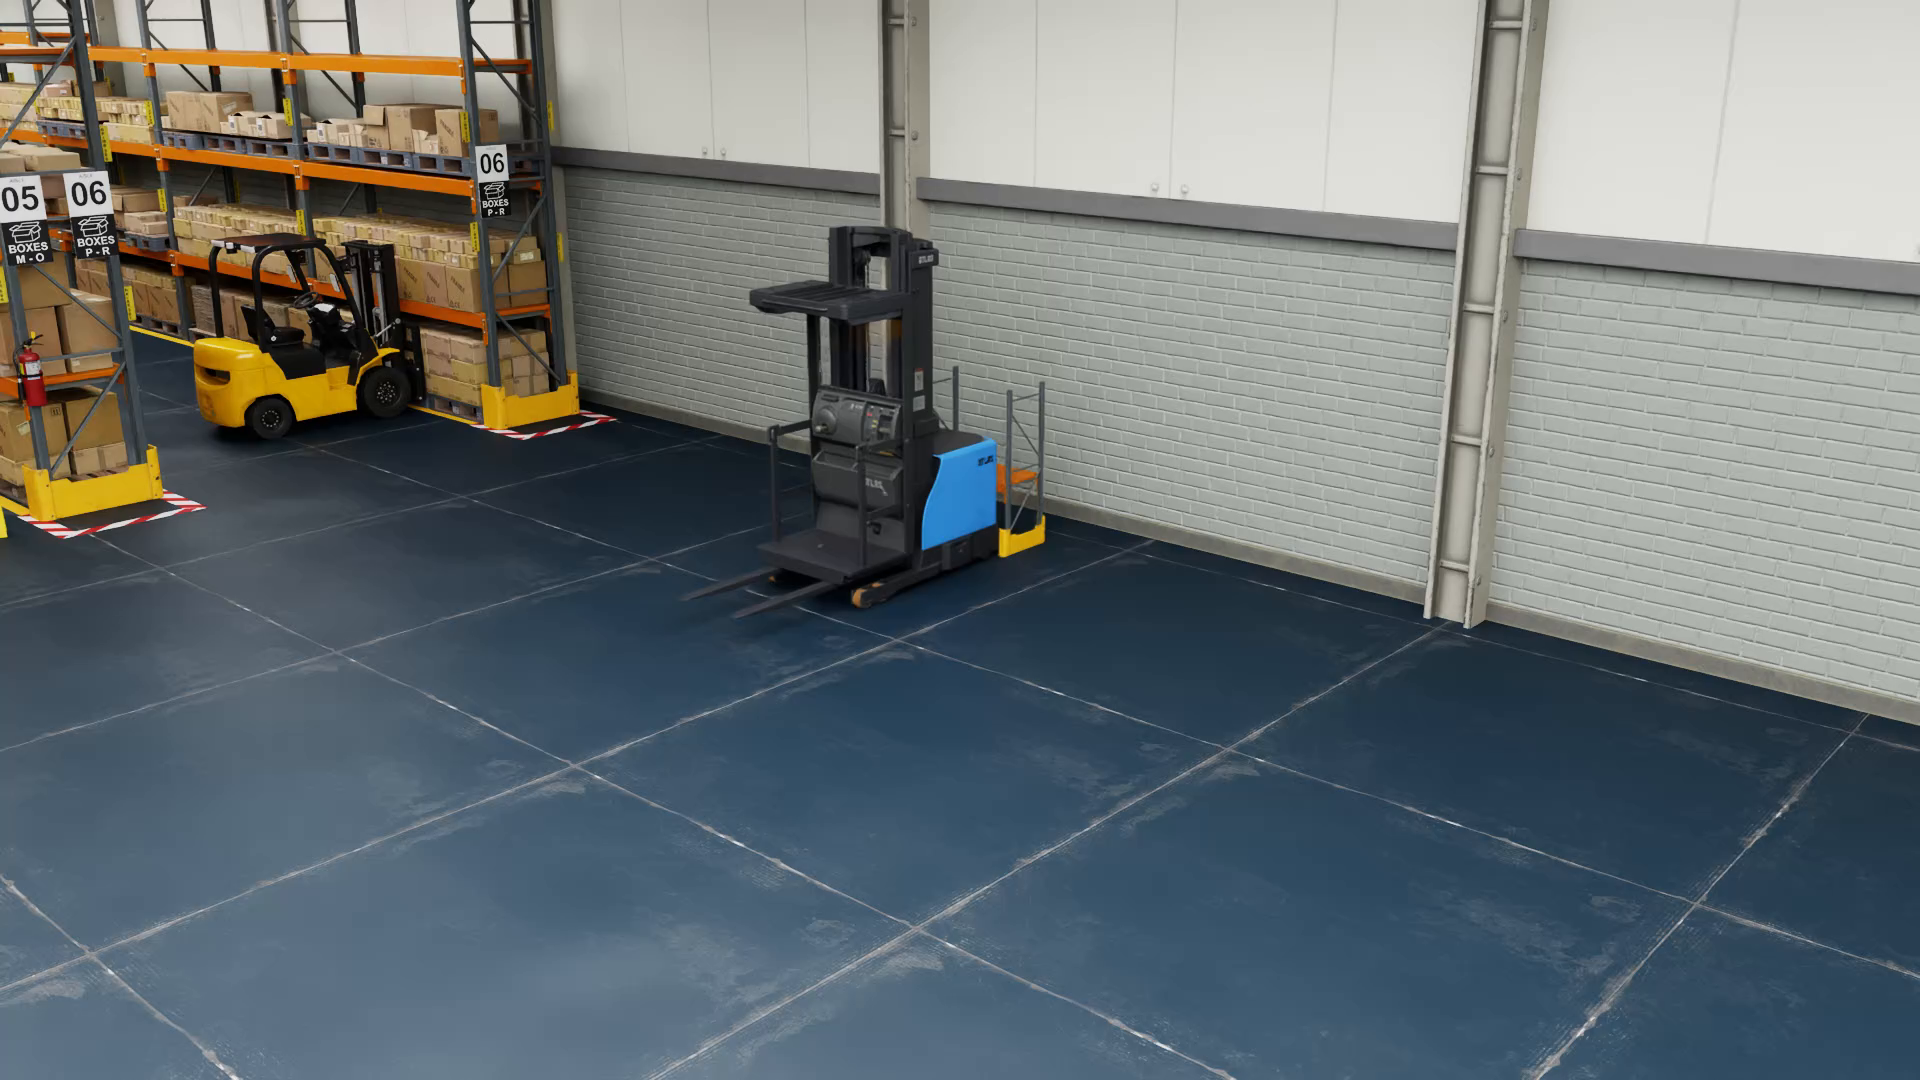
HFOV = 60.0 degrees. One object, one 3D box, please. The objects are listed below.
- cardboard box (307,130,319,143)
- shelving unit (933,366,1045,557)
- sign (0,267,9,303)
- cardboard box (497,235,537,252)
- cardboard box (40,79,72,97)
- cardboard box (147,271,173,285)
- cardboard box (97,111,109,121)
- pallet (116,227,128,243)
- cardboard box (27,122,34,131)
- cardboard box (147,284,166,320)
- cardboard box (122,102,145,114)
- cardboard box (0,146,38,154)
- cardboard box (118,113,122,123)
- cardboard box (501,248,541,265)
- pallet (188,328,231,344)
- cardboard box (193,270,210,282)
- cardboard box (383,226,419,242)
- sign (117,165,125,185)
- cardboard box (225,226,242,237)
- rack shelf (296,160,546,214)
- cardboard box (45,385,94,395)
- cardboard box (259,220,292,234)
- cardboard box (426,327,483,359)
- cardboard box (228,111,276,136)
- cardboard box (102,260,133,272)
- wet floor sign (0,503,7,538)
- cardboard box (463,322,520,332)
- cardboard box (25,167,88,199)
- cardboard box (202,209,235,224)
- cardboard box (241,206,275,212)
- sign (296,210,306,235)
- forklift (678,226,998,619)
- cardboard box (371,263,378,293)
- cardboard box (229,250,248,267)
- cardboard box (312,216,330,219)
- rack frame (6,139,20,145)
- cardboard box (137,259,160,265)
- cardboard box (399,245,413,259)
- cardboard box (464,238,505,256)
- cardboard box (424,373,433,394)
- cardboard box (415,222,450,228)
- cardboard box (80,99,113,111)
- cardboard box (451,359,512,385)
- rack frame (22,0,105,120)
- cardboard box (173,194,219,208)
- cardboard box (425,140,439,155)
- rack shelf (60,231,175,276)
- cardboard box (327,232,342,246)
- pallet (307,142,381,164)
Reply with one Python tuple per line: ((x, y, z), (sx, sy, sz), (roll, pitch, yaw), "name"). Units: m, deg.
((-7.956, -5.075, 20.879), (0.250, 0.149, 0.380), (16, 23, 40), "cardboard box")
((0.186, -0.738, 15.096), (1.083, 1.500, 0.587), (15, 23, 39), "shelving unit")
((-8.774, -2.330, 15.196), (0.005, 0.325, 0.100), (15, 23, 39), "sign")
((-5.208, -3.487, 19.549), (0.250, 0.149, 0.380), (14, 23, 38), "cardboard box")
((-14.080, -7.040, 25.893), (0.258, 0.266, 0.396), (15, 23, 39), "cardboard box")
((-12.012, -3.949, 25.101), (0.250, 0.149, 0.380), (14, 22, 37), "cardboard box")
((-12.948, -6.387, 25.014), (0.250, 0.149, 0.380), (16, 23, 40), "cardboard box")
((-12.540, -4.777, 25.660), (1.213, 0.211, 1.003), (15, 23, 39), "pallet")
((-14.720, -6.647, 26.693), (0.250, 0.149, 0.380), (15, 23, 39), "cardboard box")
((-11.909, -3.627, 25.157), (0.500, 0.500, 0.500), (15, 23, 38), "cardboard box")
((-12.057, -6.350, 24.439), (0.250, 0.149, 0.380), (15, 23, 38), "cardboard box")
((-9.253, -3.763, 16.286), (0.250, 0.149, 0.380), (15, 23, 39), "cardboard box")
((-12.236, -6.260, 24.647), (0.250, 0.149, 0.380), (15, 23, 40), "cardboard box")
((-5.180, -3.356, 19.629), (0.250, 0.149, 0.380), (14, 23, 38), "cardboard box")
((-10.492, -2.976, 24.277), (1.213, 0.211, 1.003), (15, 23, 39), "pallet")
((-11.446, -4.031, 25.360), (0.250, 0.149, 0.380), (16, 24, 41), "cardboard box")
((-6.835, -3.757, 20.398), (0.250, 0.149, 0.380), (15, 23, 39), "cardboard box")
((-13.708, -5.960, 27.158), (0.005, 0.325, 0.100), (15, 23, 39), "sign")
((-9.760, -4.195, 22.929), (0.500, 0.250, 0.500), (15, 23, 40), "cardboard box")
((-6.595, -4.361, 20.263), (4.000, 0.370, 1.077), (15, 23, 39), "rack shelf")
((-9.222, -1.329, 17.091), (0.500, 0.500, 0.500), (14, 22, 37), "cardboard box")
((-9.131, -4.183, 22.233), (0.250, 0.149, 0.380), (14, 22, 38), "cardboard box")
((-6.036, -2.362, 19.932), (0.500, 0.250, 0.500), (16, 23, 40), "cardboard box")
((-9.368, -5.555, 22.124), (0.500, 0.311, 0.500), (14, 22, 37), "cardboard box")
((-13.310, -4.329, 26.297), (0.250, 0.149, 0.380), (15, 23, 38), "cardboard box")
((-8.959, -0.346, 15.275), (0.267, 0.644, 0.232), (-9, 20, -27), "wet floor sign")
((-5.709, -2.478, 20.297), (0.500, 0.250, 0.500), (15, 23, 39), "cardboard box")
((-8.590, -3.410, 15.834), (0.500, 0.250, 0.500), (15, 23, 38), "cardboard box")
((-10.426, -4.556, 23.411), (0.250, 0.149, 0.380), (15, 23, 40), "cardboard box")
((-10.052, -4.690, 23.831), (0.250, 0.149, 0.380), (14, 23, 38), "cardboard box")
((-8.443, -4.065, 21.317), (0.005, 0.325, 0.100), (15, 23, 39), "sign")
((-0.992, -1.009, 13.583), (1.130, 2.935, 3.031), (14, 22, 38), "forklift")
((-7.152, -3.373, 20.754), (0.500, 0.500, 0.500), (15, 23, 39), "cardboard box")
((-9.763, -3.955, 23.000), (0.500, 0.250, 0.500), (16, 24, 41), "cardboard box")
((-8.768, -4.314, 22.648), (0.250, 0.149, 0.380), (15, 23, 39), "cardboard box")
((-17.066, -6.085, 29.465), (0.127, 3.000, 1.000), (15, 23, 39), "rack frame")
((-12.840, -4.380, 26.458), (0.250, 0.149, 0.380), (16, 24, 41), "cardboard box")
((-6.520, -3.488, 20.043), (0.250, 0.149, 0.380), (15, 23, 40), "cardboard box")
((-5.506, -3.395, 19.261), (0.250, 0.149, 0.380), (15, 23, 39), "cardboard box")
((-6.394, -1.990, 20.412), (0.500, 0.250, 0.500), (15, 23, 40), "cardboard box")
((-6.546, -3.856, 20.713), (0.250, 0.149, 0.380), (16, 24, 41), "cardboard box")
((-12.951, -6.527, 24.961), (0.250, 0.149, 0.380), (15, 23, 40), "cardboard box")
((-5.670, -2.027, 19.705), (0.500, 0.250, 0.500), (15, 23, 39), "cardboard box")
((-14.074, -8.142, 26.027), (0.127, 3.000, 1.000), (15, 23, 39), "rack frame")
((-11.363, -4.865, 24.763), (0.500, 0.500, 0.500), (16, 24, 42), "cardboard box")
((-5.920, -4.528, 19.156), (0.250, 0.149, 0.380), (14, 22, 38), "cardboard box")
((-12.578, -4.538, 25.778), (4.000, 0.370, 1.077), (15, 23, 39), "rack shelf")
((-7.832, -3.857, 21.208), (0.250, 0.149, 0.380), (16, 23, 41), "cardboard box")
((-7.435, -4.898, 20.912), (1.213, 0.211, 1.003), (15, 23, 39), "pallet")
